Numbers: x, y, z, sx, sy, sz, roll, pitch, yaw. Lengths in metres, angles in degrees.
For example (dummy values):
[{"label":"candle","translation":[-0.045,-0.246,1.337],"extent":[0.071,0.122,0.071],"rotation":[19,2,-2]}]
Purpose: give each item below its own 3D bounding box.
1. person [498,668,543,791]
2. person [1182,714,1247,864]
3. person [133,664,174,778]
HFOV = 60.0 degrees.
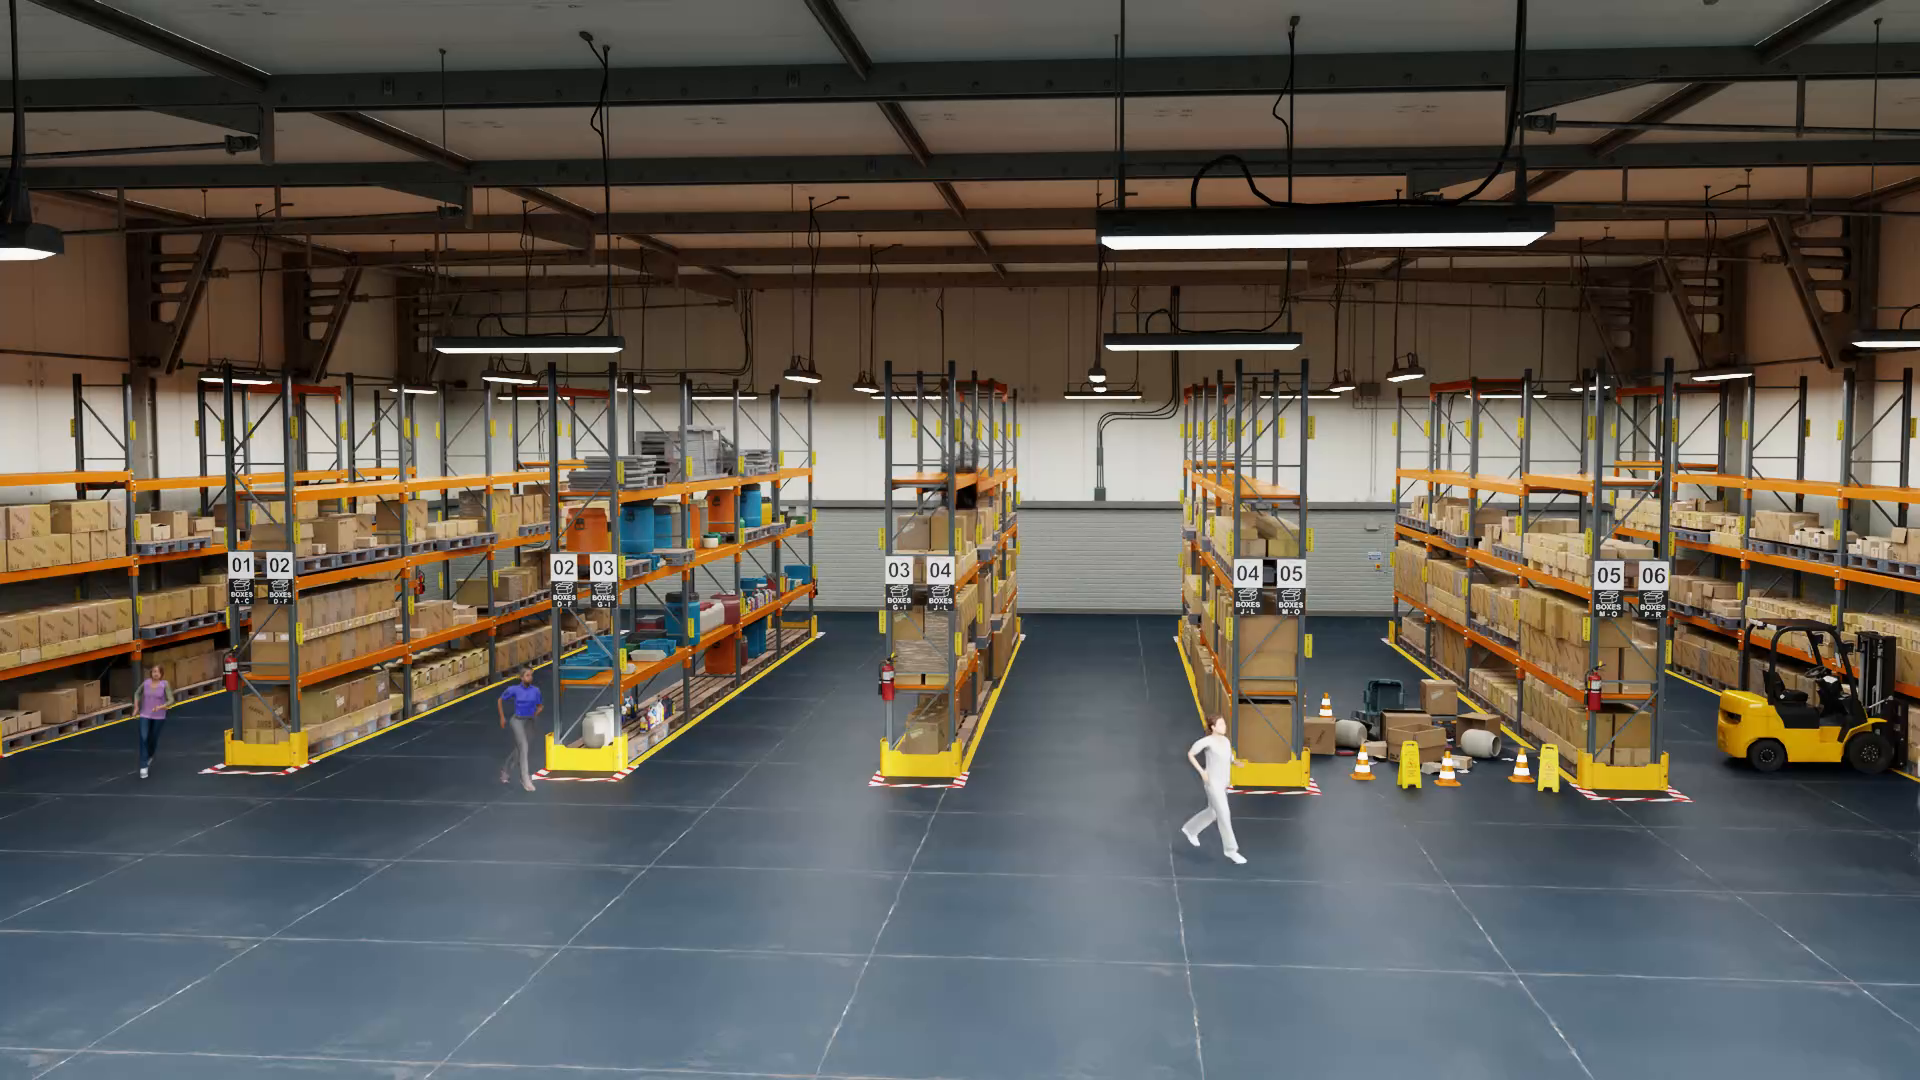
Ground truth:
[{"label":"person","translation":[-6.126,2.635,23.412],"extent":[0.858,1.651,0.593],"rotation":[4,5,43]},{"label":"person","translation":[2.987,2.873,19.489],"extent":[0.954,1.688,0.565],"rotation":[4,5,43]},{"label":"person","translation":[-11.763,2.610,24.253],"extent":[0.559,1.582,0.817],"rotation":[-1,4,-21]}]
